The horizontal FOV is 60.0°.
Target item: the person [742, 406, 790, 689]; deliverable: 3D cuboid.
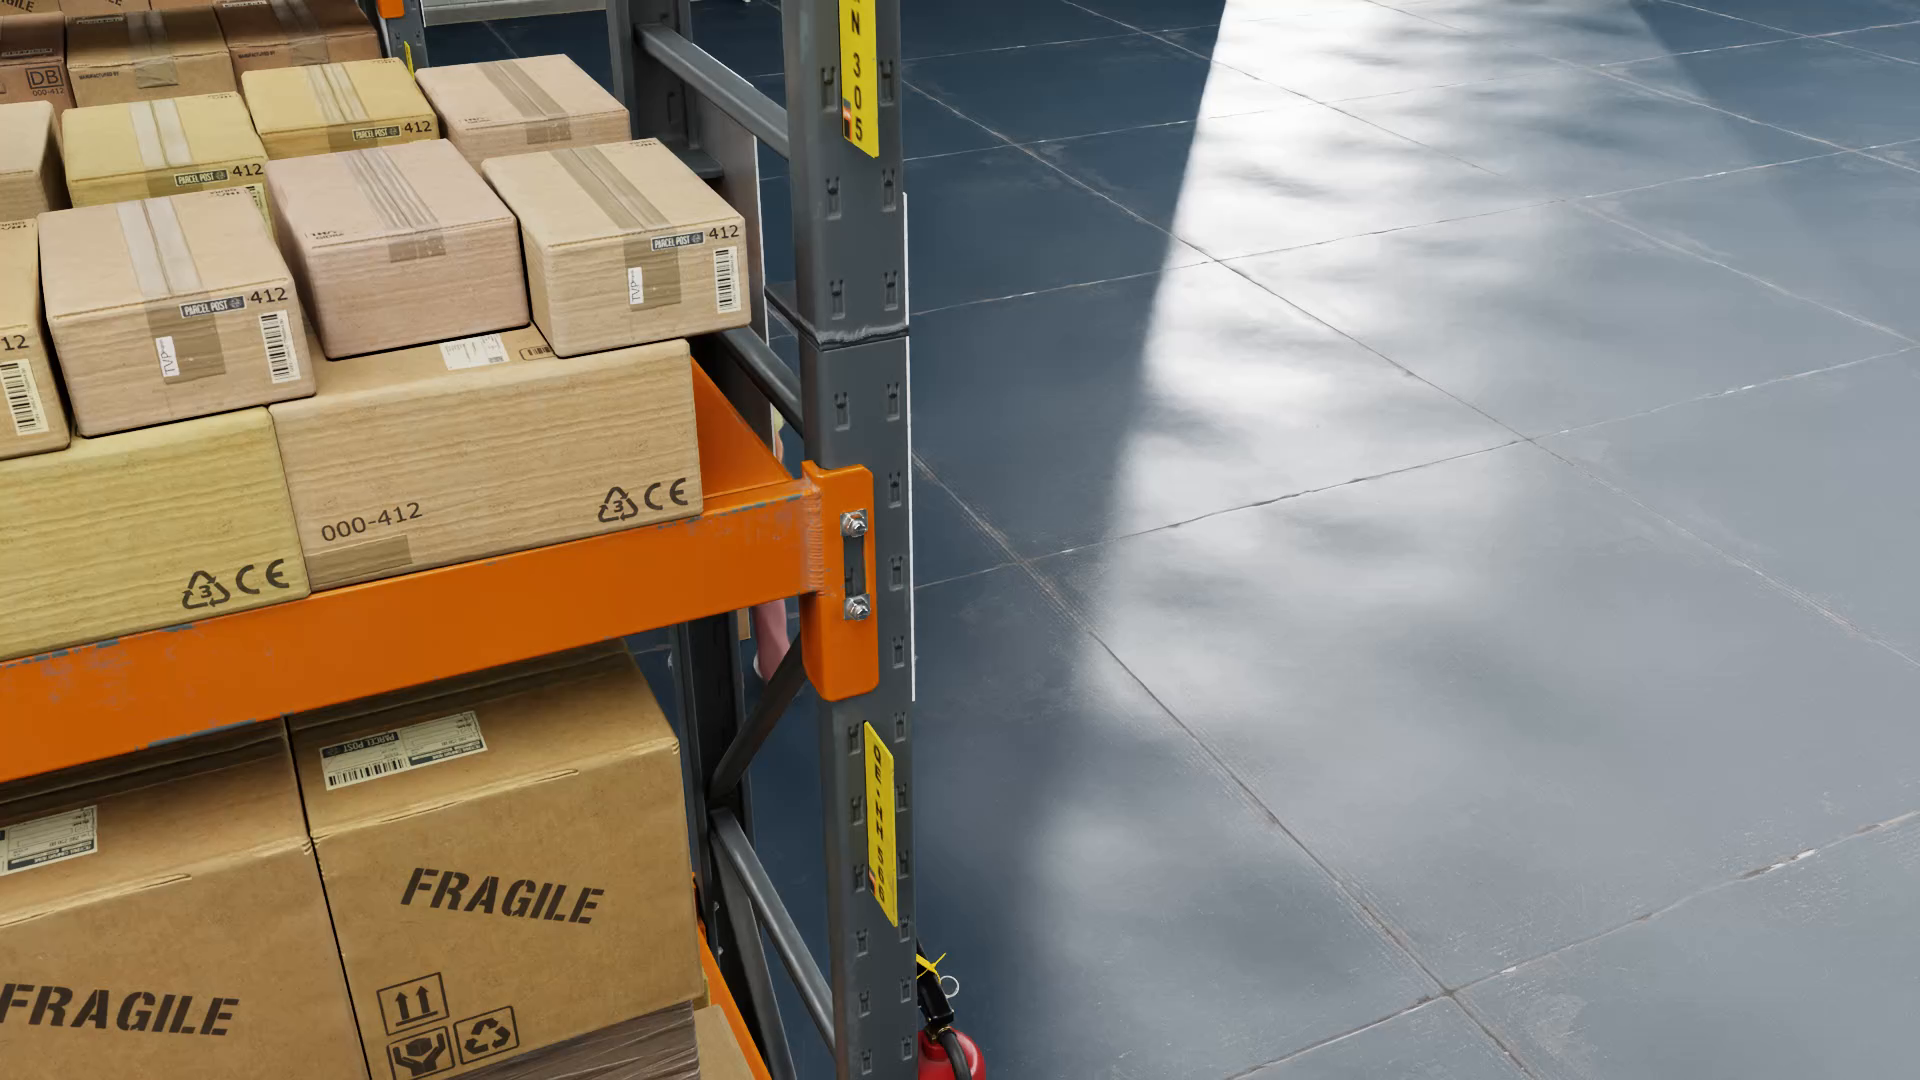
[{"bbox_3d":[-0.897,-0.097,6.370,0.474,1.617,0.406,-12,32,-21],"label":"person"}]
